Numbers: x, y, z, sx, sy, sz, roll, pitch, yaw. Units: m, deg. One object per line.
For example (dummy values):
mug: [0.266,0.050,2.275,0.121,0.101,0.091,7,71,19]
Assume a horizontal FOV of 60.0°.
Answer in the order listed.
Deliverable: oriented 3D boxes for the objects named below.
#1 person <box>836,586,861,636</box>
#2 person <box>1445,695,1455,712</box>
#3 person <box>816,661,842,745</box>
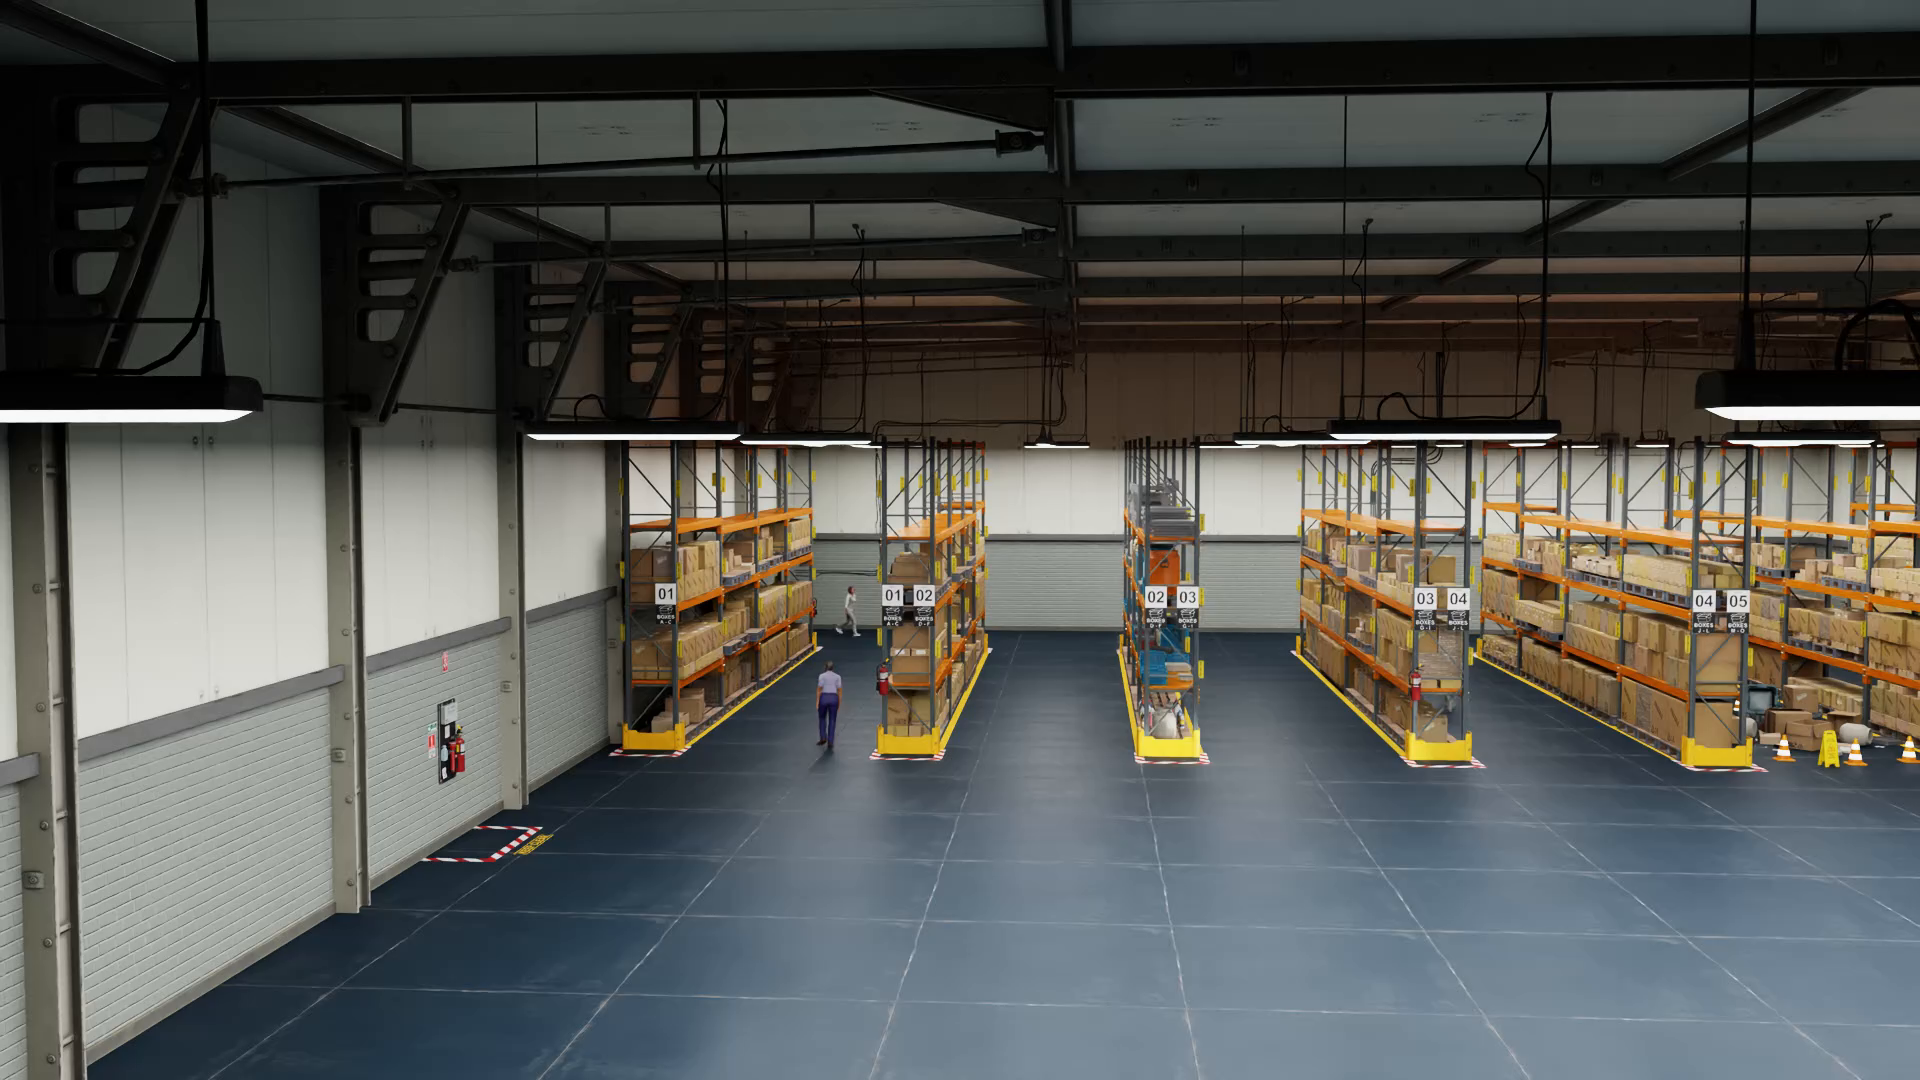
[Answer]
person: [-3.438,2.198,51.417,0.940,1.527,0.413,1,3,23]
person: [10.799,2.942,36.675,0.550,1.654,0.570,1,3,15]
person: [-2.542,3.201,32.365,0.509,1.695,0.604,0,3,-5]
